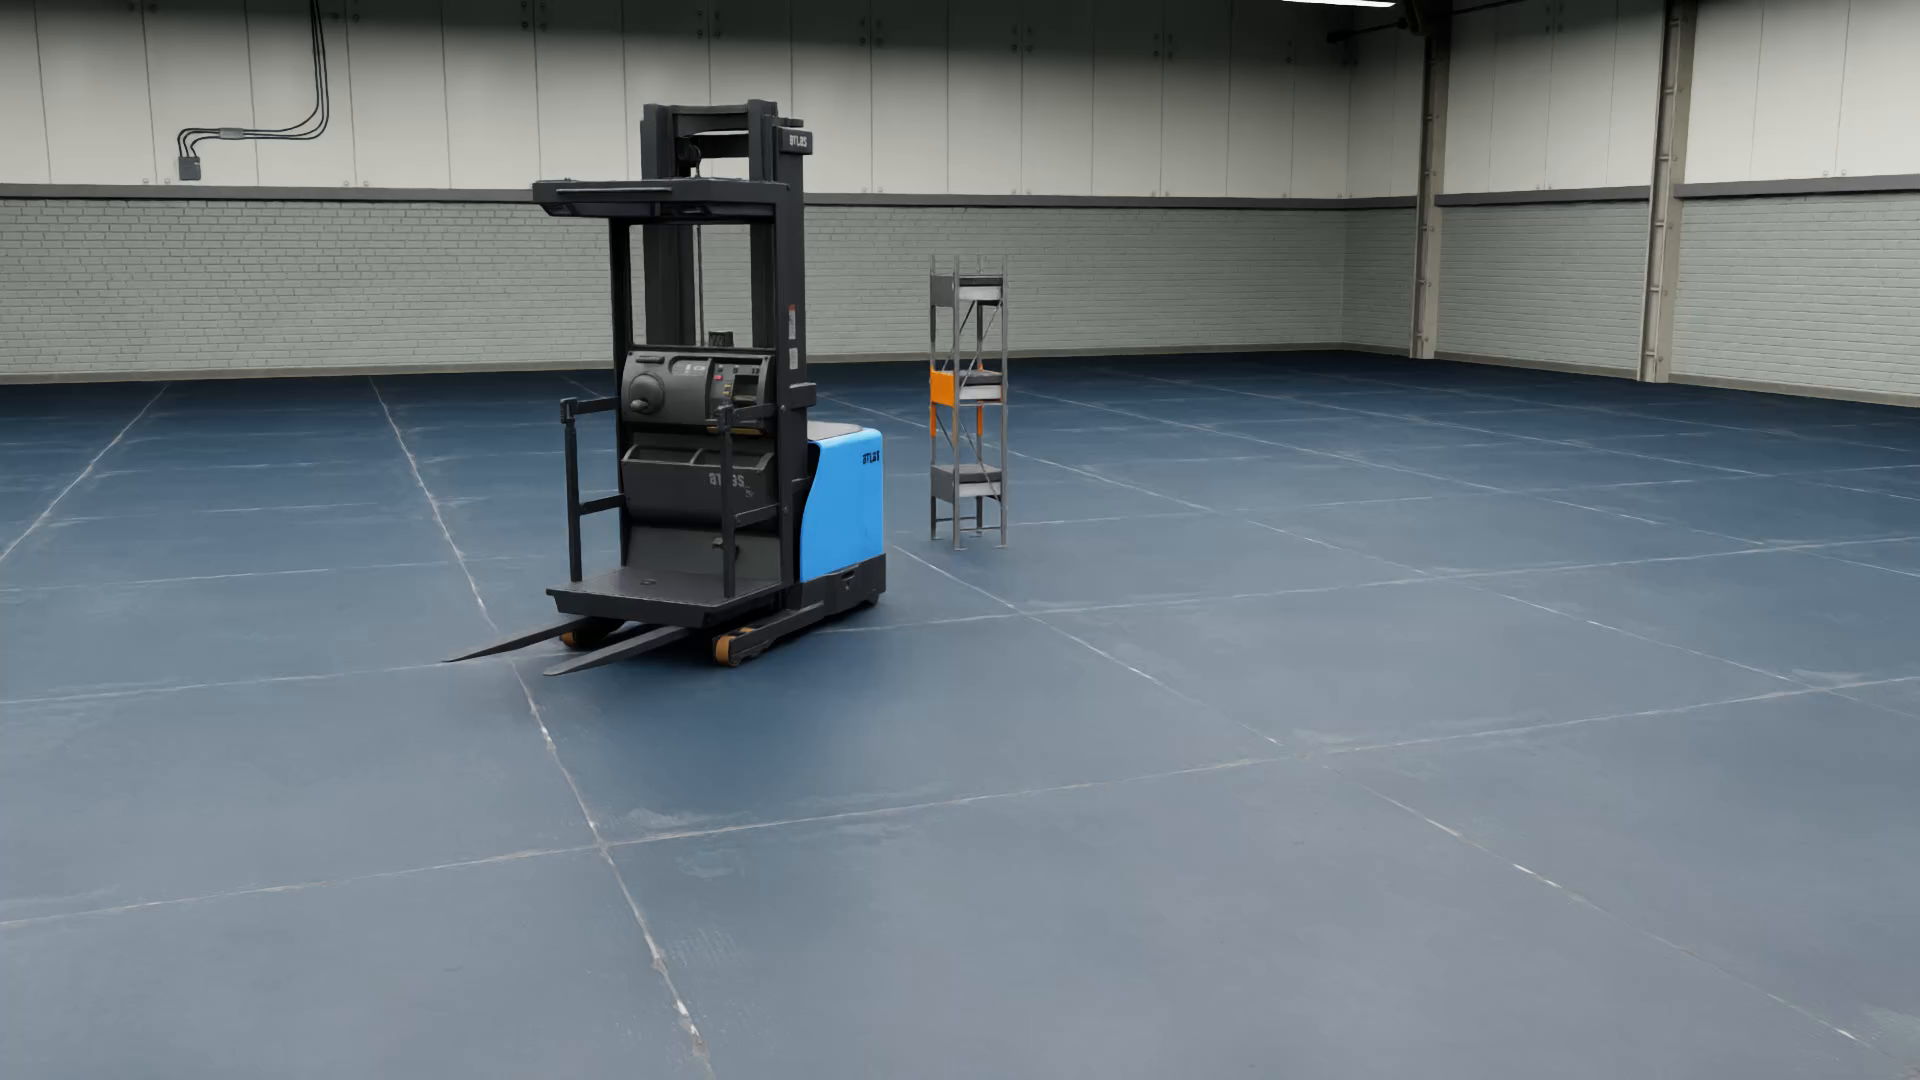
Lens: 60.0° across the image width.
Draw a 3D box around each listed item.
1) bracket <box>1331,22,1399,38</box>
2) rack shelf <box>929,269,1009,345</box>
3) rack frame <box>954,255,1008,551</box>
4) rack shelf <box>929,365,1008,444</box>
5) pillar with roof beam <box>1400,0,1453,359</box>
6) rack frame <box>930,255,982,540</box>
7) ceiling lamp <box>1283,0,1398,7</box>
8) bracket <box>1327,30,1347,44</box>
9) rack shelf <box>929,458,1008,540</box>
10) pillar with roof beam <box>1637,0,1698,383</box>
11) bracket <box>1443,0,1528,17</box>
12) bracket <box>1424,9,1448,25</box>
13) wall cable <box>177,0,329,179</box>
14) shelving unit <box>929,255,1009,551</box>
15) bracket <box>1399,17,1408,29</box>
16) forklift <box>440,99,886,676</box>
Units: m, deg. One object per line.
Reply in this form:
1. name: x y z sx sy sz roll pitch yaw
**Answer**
1. bracket: 7.832 -10.060 33.003 0.076 0.066 3.189 -4 11 -21
2. rack shelf: 0.060 -1.683 11.964 0.431 0.518 0.480 -4 11 -21
3. rack frame: 0.148 -0.967 11.860 0.400 2.100 0.015 -4 11 -21
4. rack shelf: 0.060 -0.993 12.087 0.431 0.518 0.480 -4 11 -21
5. pillar with roof beam: 4.946 -7.679 29.896 9.100 9.000 0.548 -4 11 -21
6. rack frame: -0.028 -1.047 12.308 0.400 2.100 0.015 -4 11 -21
7. ceiling lamp: 5.735 -9.881 25.605 2.000 3.185 0.800 -4 11 -21
8. bracket: 7.618 -10.157 33.545 0.235 0.232 0.430 -4 11 -21
9. rack shelf: 0.060 -0.304 12.209 0.431 0.518 0.480 -4 11 -21
10. pillar with roof beam: 7.120 -6.700 24.390 9.100 9.000 0.400 -4 11 -21
11. bracket: 9.711 -9.214 28.245 0.076 0.066 4.783 -4 11 -21
12. bracket: 8.778 -9.634 30.609 0.235 0.232 0.430 -4 11 -21
13. wall cable: -11.382 -8.792 26.443 2.305 6.003 0.169 -4 11 -21
14. shelving unit: 0.060 -1.007 12.084 0.431 2.100 0.503 -4 11 -21
15. bracket: 8.477 -9.770 31.371 0.235 0.232 0.430 -4 11 -21
16. forklift: -1.538 -0.867 8.926 1.130 2.935 3.031 5 11 25
